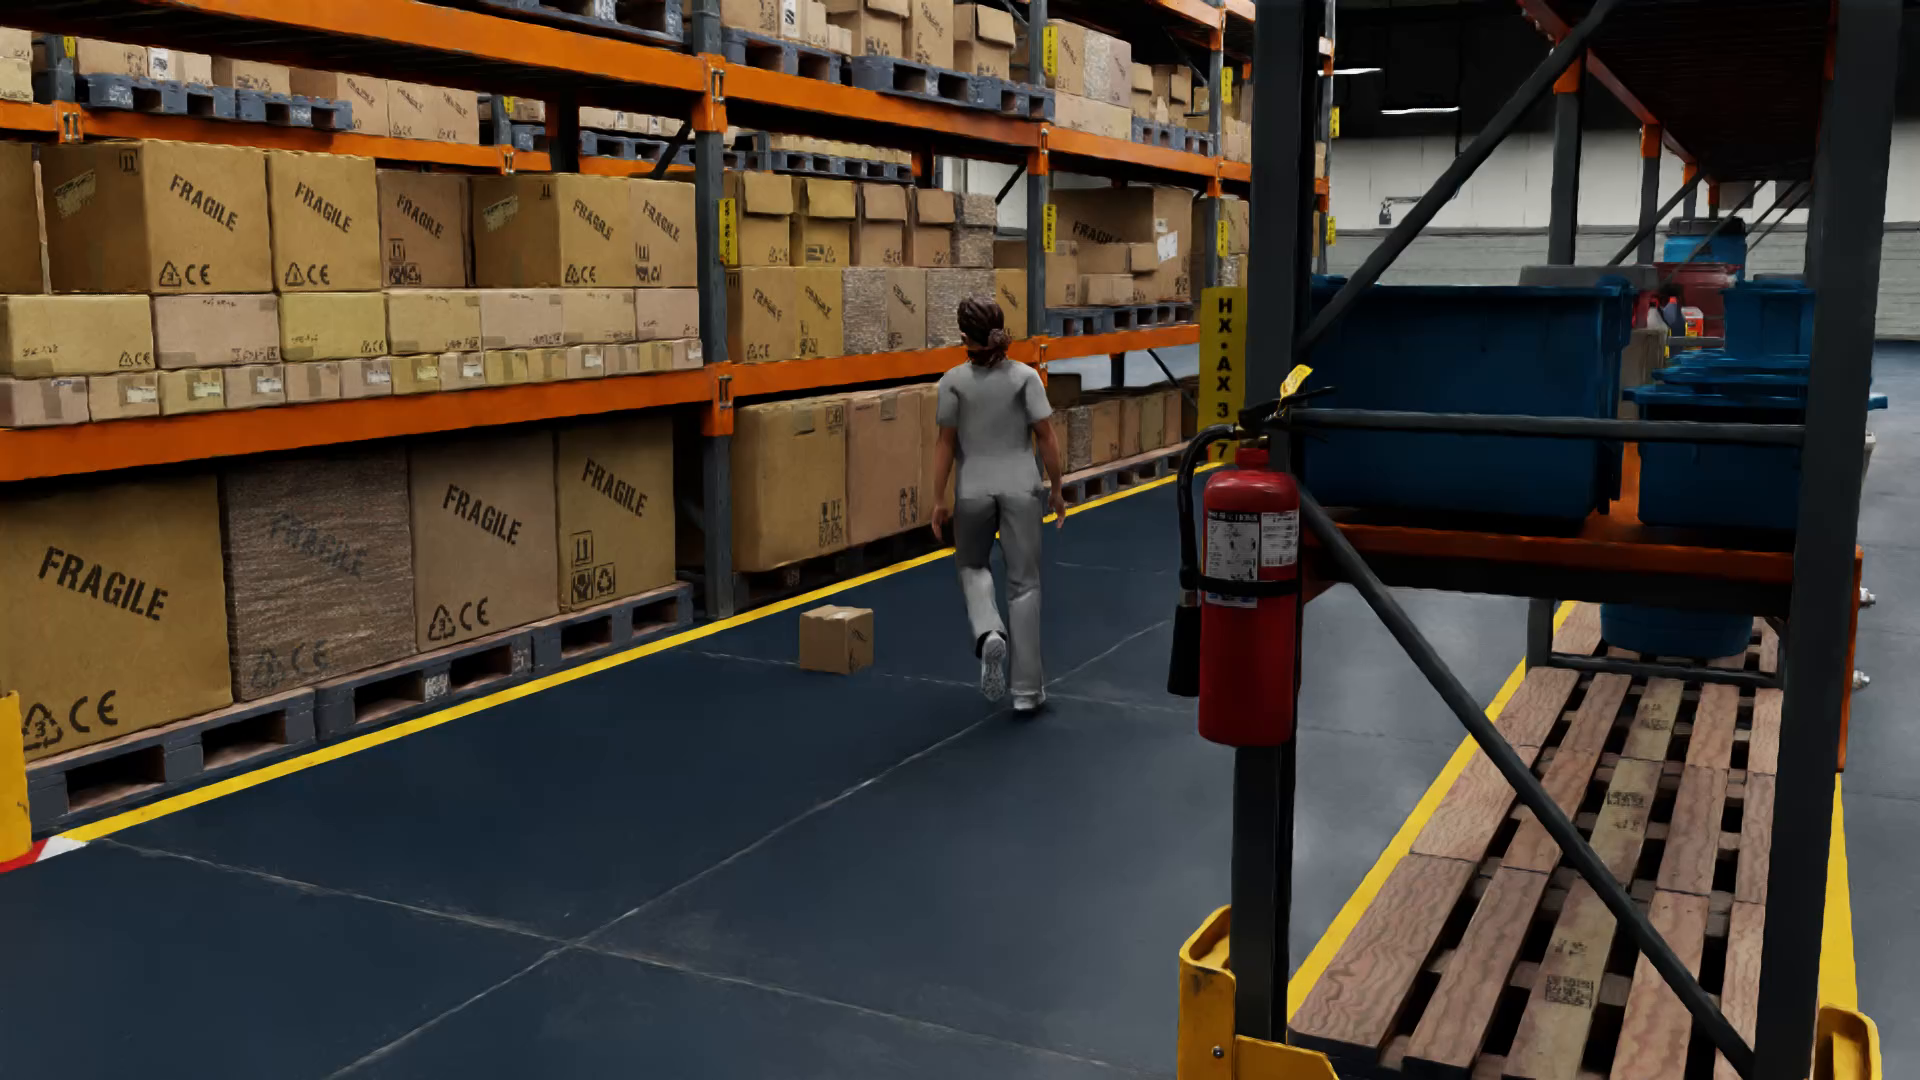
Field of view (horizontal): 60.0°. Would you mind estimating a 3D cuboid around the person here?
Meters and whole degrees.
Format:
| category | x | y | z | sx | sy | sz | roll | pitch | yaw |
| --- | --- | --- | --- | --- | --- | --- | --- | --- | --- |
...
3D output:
| category | x | y | z | sx | sy | sz | roll | pitch | yaw |
| --- | --- | --- | --- | --- | --- | --- | --- | --- | --- |
| person | 0.161 | -0.155 | 6.722 | 0.533 | 1.657 | 0.472 | 1 | 9 | 7 |
